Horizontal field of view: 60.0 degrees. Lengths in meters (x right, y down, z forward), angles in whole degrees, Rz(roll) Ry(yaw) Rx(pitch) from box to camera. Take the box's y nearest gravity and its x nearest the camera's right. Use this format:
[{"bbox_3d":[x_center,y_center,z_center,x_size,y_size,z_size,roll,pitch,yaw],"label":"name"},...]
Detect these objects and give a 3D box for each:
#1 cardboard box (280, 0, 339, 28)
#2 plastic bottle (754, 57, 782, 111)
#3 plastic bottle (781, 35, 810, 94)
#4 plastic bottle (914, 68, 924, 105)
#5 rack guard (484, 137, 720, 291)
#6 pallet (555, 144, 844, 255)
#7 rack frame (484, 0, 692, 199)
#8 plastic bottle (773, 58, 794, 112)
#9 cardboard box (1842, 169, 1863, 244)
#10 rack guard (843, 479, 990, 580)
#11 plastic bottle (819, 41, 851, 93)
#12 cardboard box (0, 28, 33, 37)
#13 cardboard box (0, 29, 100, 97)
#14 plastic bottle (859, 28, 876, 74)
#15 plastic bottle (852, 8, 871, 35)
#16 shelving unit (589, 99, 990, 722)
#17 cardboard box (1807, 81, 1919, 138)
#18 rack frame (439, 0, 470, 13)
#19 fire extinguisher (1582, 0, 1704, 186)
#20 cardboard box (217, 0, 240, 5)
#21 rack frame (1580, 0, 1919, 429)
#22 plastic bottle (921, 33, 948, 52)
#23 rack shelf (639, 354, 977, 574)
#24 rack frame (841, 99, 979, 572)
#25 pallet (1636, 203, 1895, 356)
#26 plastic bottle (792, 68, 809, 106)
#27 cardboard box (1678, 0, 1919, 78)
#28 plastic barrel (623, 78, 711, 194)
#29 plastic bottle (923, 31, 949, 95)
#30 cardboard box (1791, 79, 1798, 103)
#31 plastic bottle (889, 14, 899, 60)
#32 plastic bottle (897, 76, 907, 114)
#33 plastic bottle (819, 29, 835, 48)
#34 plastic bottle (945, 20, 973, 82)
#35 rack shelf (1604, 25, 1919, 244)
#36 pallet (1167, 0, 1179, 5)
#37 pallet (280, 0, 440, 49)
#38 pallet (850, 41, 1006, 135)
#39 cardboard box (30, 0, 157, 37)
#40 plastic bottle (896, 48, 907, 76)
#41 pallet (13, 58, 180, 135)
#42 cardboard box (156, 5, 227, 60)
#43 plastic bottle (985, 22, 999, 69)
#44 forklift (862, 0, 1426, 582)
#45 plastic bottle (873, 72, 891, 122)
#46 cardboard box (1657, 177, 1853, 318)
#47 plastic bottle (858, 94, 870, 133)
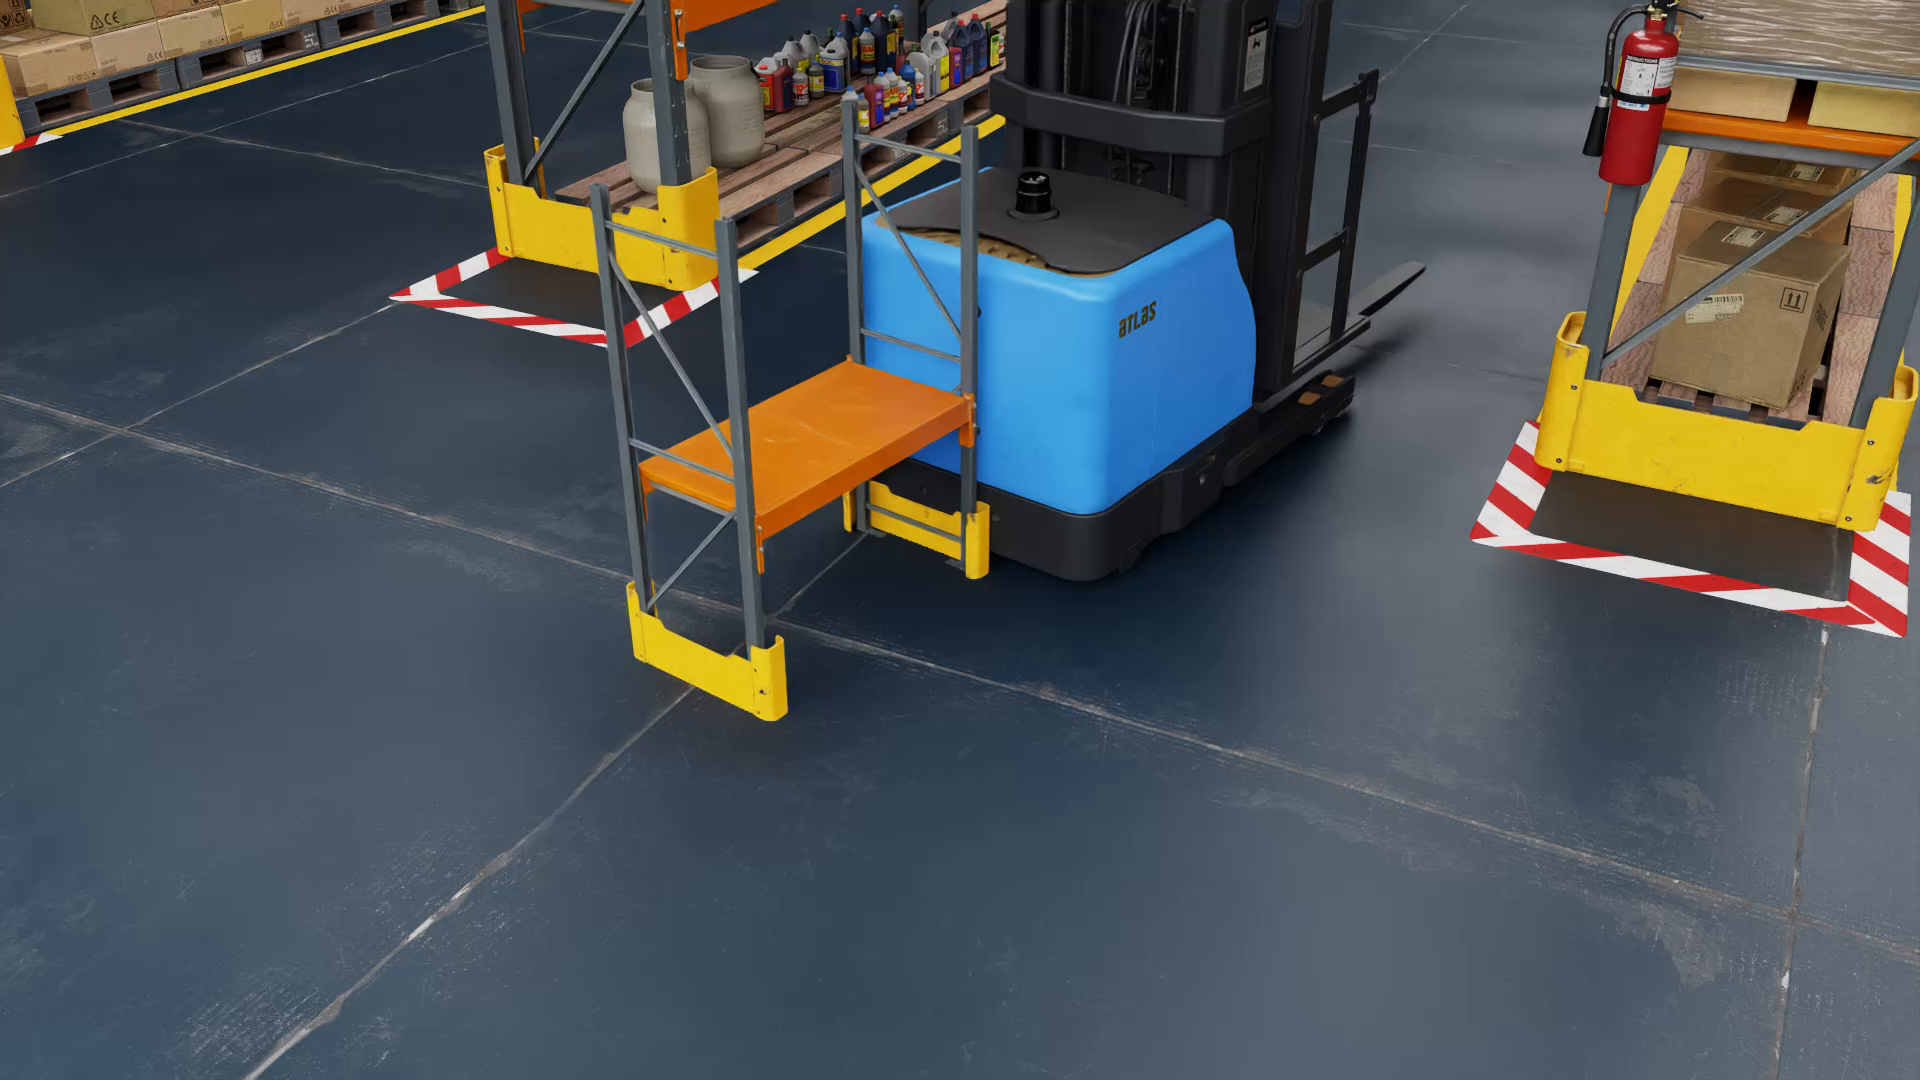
[{"bbox_3d":[-4.757,-3.806,11.705,0.500,0.250,0.500,14,33,23],"label":"cardboard box"},{"bbox_3d":[-1.117,-2.646,9.639,0.152,0.276,0.135,15,33,24],"label":"plastic bottle"},{"bbox_3d":[-0.982,-2.814,9.857,0.144,0.351,0.185,16,33,25],"label":"plastic bottle"},{"bbox_3d":[-0.259,-2.659,9.736,0.097,0.201,0.097,0,30,0],"label":"plastic bottle"},{"bbox_3d":[-1.710,-1.578,7.995,1.175,0.500,0.348,14,33,23],"label":"rack guard"},{"bbox_3d":[-1.335,-1.811,8.692,1.003,0.211,1.213,14,33,23],"label":"pallet"},{"bbox_3d":[-1.703,-2.617,7.296,1.000,3.000,0.127,14,33,23],"label":"rack frame"},{"bbox_3d":[-1.022,-2.625,9.595,0.061,0.283,0.133,14,33,23],"label":"plastic bottle"},{"bbox_3d":[3.843,-1.648,7.696,0.500,0.500,0.500,11,32,19],"label":"cardboard box"},{"bbox_3d":[-0.154,-0.075,5.630,0.587,0.250,0.087,21,36,31],"label":"rack guard"},{"bbox_3d":[-0.754,-2.842,9.980,0.152,0.276,0.135,14,33,23],"label":"plastic bottle"},{"bbox_3d":[-6.130,-3.037,10.366,0.500,0.250,0.500,14,33,23],"label":"cardboard box"},{"bbox_3d":[-5.669,-2.920,10.161,0.500,0.250,0.500,14,33,23],"label":"cardboard box"},{"bbox_3d":[-0.577,-3.043,10.334,0.097,0.271,0.097,0,30,0],"label":"plastic bottle"},{"bbox_3d":[-0.618,-3.169,10.474,0.144,0.351,0.185,15,33,25],"label":"plastic bottle"},{"bbox_3d":[-0.454,-0.419,4.974,0.587,1.500,1.083,21,36,31],"label":"shelving unit"},{"bbox_3d":[3.048,-1.457,5.527,0.380,0.149,0.250,14,33,23],"label":"cardboard box"},{"bbox_3d":[-4.289,-5.516,12.343,1.000,3.000,0.127,14,33,23],"label":"rack frame"},{"bbox_3d":[2.244,-1.514,5.452,0.296,0.674,0.183,14,33,23],"label":"fire extinguisher"},{"bbox_3d":[-4.983,-3.909,11.132,0.500,0.500,0.500,14,33,23],"label":"cardboard box"},{"bbox_3d":[2.706,-1.494,5.339,1.000,3.000,0.127,14,33,23],"label":"rack frame"},{"bbox_3d":[-0.148,-2.987,10.232,0.152,0.276,0.135,14,33,23],"label":"plastic bottle"},{"bbox_3d":[-0.460,-0.260,5.057,0.538,0.185,1.000,21,36,31],"label":"rack shelf"},{"bbox_3d":[-0.154,-0.618,5.320,0.500,1.500,0.032,21,36,31],"label":"rack frame"},{"bbox_3d":[3.699,-1.209,7.643,1.003,0.211,1.213,14,33,23],"label":"pallet"},{"bbox_3d":[-0.935,-2.655,9.730,0.097,0.201,0.097,0,30,0],"label":"plastic bottle"},{"bbox_3d":[2.981,-1.904,5.654,0.875,0.500,0.500,14,33,23],"label":"cardboard box"},{"bbox_3d":[-1.471,-2.030,8.349,0.421,0.512,0.421,0,30,0],"label":"plastic barrel"},{"bbox_3d":[-0.152,-2.853,9.925,0.144,0.351,0.185,14,33,23],"label":"plastic bottle"},{"bbox_3d":[2.767,-1.669,5.896,0.380,0.149,0.250,14,33,23],"label":"cardboard box"},{"bbox_3d":[-0.444,-3.188,10.575,0.061,0.283,0.133,14,33,23],"label":"plastic bottle"},{"bbox_3d":[-0.353,-2.568,9.578,0.097,0.201,0.097,0,30,0],"label":"plastic bottle"},{"bbox_3d":[-0.816,-2.992,10.234,0.061,0.283,0.133,16,33,25],"label":"plastic bottle"},{"bbox_3d":[-0.005,-2.997,10.174,0.144,0.351,0.185,13,32,21],"label":"plastic bottle"},{"bbox_3d":[3.617,-2.068,7.062,1.077,0.370,4.000,14,33,23],"label":"rack shelf"},{"bbox_3d":[0.997,-4.081,12.645,1.003,0.211,1.213,14,33,23],"label":"pallet"},{"bbox_3d":[-4.688,-3.964,12.440,1.003,0.211,1.213,14,33,23],"label":"pallet"},{"bbox_3d":[-0.224,-2.893,10.576,1.003,0.211,1.213,14,33,23],"label":"pallet"},{"bbox_3d":[-5.442,-3.467,10.361,0.500,0.500,0.500,14,33,23],"label":"cardboard box"},{"bbox_3d":[-0.325,-2.777,9.860,0.061,0.283,0.133,14,33,23],"label":"plastic bottle"},{"bbox_3d":[-5.800,-2.882,10.556,1.003,0.211,1.213,14,33,23],"label":"pallet"},{"bbox_3d":[-5.216,-3.364,10.935,0.500,0.250,0.500,14,33,23],"label":"cardboard box"},{"bbox_3d":[0.194,-3.115,10.449,0.061,0.283,0.133,16,34,26],"label":"plastic bottle"},{"bbox_3d":[0.909,-1.811,5.961,1.130,2.935,3.031,21,36,31],"label":"forklift"},{"bbox_3d":[-0.444,-2.510,9.406,0.097,0.271,0.097,0,30,0],"label":"plastic bottle"},{"bbox_3d":[3.247,-1.138,6.807,0.500,0.500,0.500,24,38,36],"label":"cardboard box"},{"bbox_3d":[-0.553,-2.373,9.239,0.097,0.201,0.097,0,30,0],"label":"plastic bottle"}]
